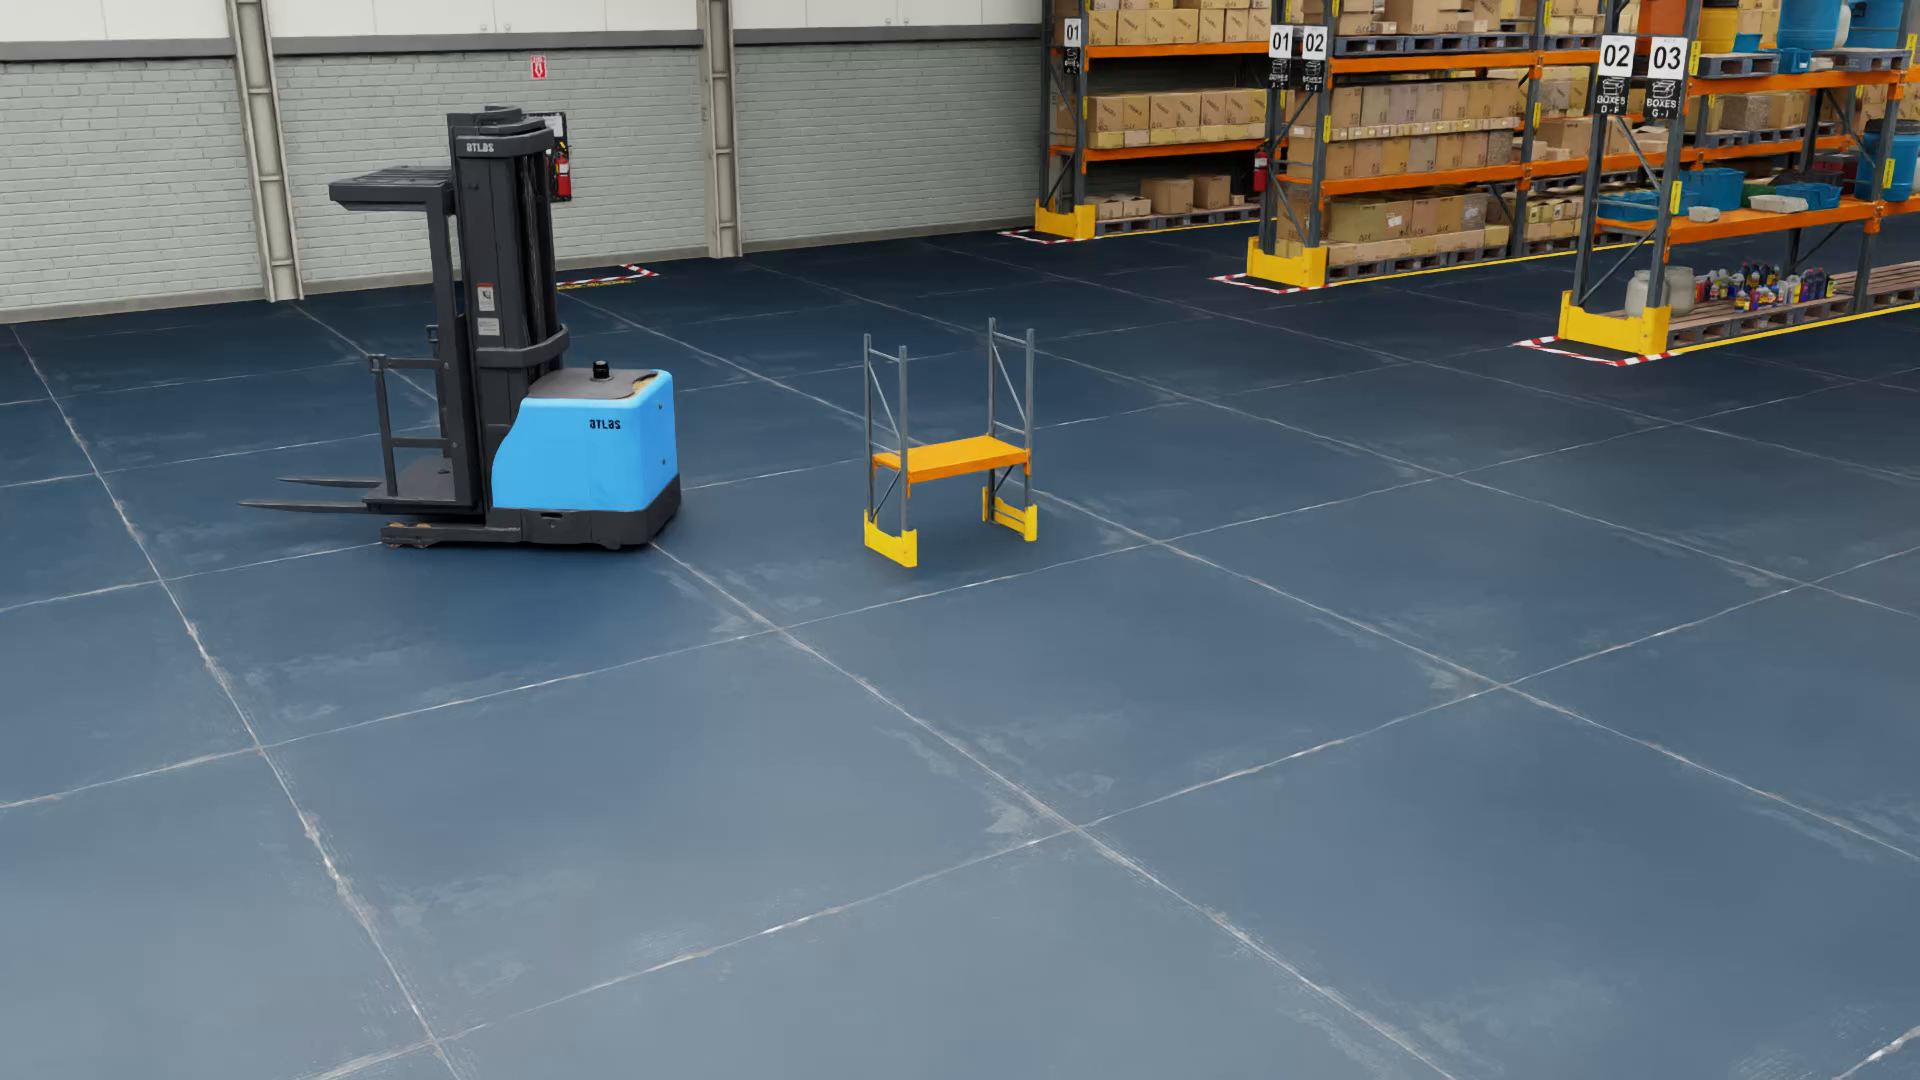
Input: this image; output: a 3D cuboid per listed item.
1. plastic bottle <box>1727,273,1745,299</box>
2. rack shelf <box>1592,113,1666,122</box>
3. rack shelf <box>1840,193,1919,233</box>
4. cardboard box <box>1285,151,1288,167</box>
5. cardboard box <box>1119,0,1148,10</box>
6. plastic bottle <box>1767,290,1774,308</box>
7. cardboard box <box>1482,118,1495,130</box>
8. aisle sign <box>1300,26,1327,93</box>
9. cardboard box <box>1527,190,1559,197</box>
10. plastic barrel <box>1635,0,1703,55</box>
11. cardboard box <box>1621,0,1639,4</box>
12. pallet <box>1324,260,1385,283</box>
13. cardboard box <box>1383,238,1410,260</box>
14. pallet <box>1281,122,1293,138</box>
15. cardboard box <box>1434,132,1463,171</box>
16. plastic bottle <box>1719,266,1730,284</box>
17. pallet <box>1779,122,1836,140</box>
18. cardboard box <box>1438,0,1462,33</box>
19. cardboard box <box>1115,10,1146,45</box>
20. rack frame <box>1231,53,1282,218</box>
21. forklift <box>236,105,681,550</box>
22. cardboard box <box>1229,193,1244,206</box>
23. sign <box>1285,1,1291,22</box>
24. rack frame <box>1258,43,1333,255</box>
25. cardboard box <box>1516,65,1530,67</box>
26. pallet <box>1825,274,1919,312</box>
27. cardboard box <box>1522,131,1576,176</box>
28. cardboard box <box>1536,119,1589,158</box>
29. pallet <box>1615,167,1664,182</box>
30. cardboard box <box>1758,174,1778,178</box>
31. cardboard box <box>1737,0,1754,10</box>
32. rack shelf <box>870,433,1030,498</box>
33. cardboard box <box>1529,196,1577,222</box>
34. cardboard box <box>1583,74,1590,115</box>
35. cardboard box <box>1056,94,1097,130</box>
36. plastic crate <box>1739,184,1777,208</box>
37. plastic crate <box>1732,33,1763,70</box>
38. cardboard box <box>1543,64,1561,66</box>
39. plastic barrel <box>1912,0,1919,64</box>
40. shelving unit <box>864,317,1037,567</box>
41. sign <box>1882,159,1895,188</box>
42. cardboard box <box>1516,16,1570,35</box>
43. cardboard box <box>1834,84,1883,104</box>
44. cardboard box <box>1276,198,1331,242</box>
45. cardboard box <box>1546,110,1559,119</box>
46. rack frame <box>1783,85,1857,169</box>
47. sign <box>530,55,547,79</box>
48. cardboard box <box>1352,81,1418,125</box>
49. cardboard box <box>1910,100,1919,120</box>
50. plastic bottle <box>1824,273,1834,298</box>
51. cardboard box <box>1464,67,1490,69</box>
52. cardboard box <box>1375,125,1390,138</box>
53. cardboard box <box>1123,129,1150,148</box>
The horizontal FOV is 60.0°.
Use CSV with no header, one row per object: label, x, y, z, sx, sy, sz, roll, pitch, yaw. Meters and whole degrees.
plastic bottle,9.035,-2.963,19.391,0.135,0.276,0.152,-12,22,-31
rack shelf,13.251,-8.290,32.705,4.000,0.370,1.077,-12,22,-31
rack shelf,12.018,-4.231,20.699,4.000,0.370,1.077,-12,22,-31
cardboard box,5.871,-6.461,28.219,0.500,0.250,0.500,-12,22,-33
cardboard box,2.460,-8.194,24.866,0.500,0.500,0.500,-12,22,-32
plastic bottle,9.145,-2.729,18.816,0.097,0.201,0.097,0,19,0
cardboard box,7.092,-5.705,22.766,0.250,0.149,0.380,-13,22,-33
aisle sign,4.400,-5.978,20.686,0.004,0.787,0.394,-12,22,-31
cardboard box,8.656,-5.036,24.718,0.500,0.311,0.500,-12,22,-32
plastic barrel,7.343,-5.458,17.195,0.708,0.830,0.600,-12,22,-31
cardboard box,12.330,-10.280,31.038,0.500,0.500,0.500,-12,22,-32
pallet,4.902,-3.665,22.257,1.213,0.211,1.003,-12,22,-31
cardboard box,5.690,-3.949,22.379,0.500,0.250,0.500,-12,22,-31
pallet,5.617,-6.874,27.694,1.213,0.211,1.003,-12,22,-31
cardboard box,6.401,-5.330,22.672,0.500,0.500,0.700,-12,22,-31
plastic bottle,8.933,-3.034,19.484,0.185,0.351,0.144,-12,22,-32
pallet,13.581,-6.752,27.332,1.213,0.211,1.003,-12,22,-31
cardboard box,6.182,-7.024,22.118,0.637,0.503,0.797,-9,21,-25
cardboard box,2.443,-7.720,25.024,0.500,0.500,0.500,-10,21,-28
rack frame,4.899,-6.869,27.380,0.127,3.000,1.000,-12,22,-31
forklift,-3.614,-1.498,11.601,3.031,2.935,1.130,2,19,5
cardboard box,4.469,-5.633,27.461,0.250,0.166,0.380,-16,24,-38
sign,5.204,-8.391,26.392,0.005,0.325,0.100,-12,22,-31
rack frame,4.286,-4.840,21.379,0.127,3.000,1.000,-12,22,-31
cardboard box,10.620,-8.726,31.050,0.500,0.250,0.500,-12,22,-31
pallet,10.982,-3.047,20.428,1.213,0.211,1.003,-12,22,-31
cardboard box,11.109,-7.310,31.384,0.750,0.750,0.750,-12,22,-31
cardboard box,8.717,-5.816,24.108,0.500,0.500,0.500,-10,21,-28
pallet,13.279,-7.287,32.969,1.213,0.211,1.003,-12,22,-31
cardboard box,13.217,-5.642,26.965,0.500,0.500,0.500,-12,22,-31
cardboard box,11.761,-8.357,25.378,0.500,0.500,0.500,-12,22,-31
rack shelf,-0.071,-0.525,11.518,1.000,0.185,0.538,-12,22,-31
cardboard box,8.530,-4.800,24.021,0.500,0.311,0.500,-12,22,-32
cardboard box,12.043,-8.512,31.770,0.700,0.700,0.980,-12,22,-31
cardboard box,1.835,-6.598,25.611,0.500,0.500,0.500,-12,22,-32
plastic crate,9.059,-3.955,19.092,0.662,0.188,0.450,-12,22,-31
plastic crate,8.434,-5.345,18.212,0.575,0.384,0.392,-12,22,-31
cardboard box,11.053,-8.820,31.328,0.500,0.250,0.500,-11,22,-30
plastic barrel,11.199,-6.141,19.759,0.600,0.901,0.600,0,19,0
shelving unit,-0.064,-0.697,11.465,1.083,1.500,0.587,-12,22,-31
sign,10.641,-4.201,19.056,0.005,0.325,0.100,-12,22,-31
cardboard box,8.147,-7.200,23.253,0.500,0.250,0.500,-9,21,-26
cardboard box,14.856,-7.483,27.478,0.500,0.500,0.500,-11,22,-30
cardboard box,4.570,-4.266,22.147,0.500,0.500,0.500,-12,22,-31
cardboard box,10.827,-7.887,30.751,0.250,0.149,0.380,-12,22,-31
rack frame,14.308,-6.954,27.631,0.127,3.000,1.000,-12,22,-31
sign,-5.490,-6.161,21.665,0.199,0.298,0.001,-12,22,-31
cardboard box,5.584,-5.774,21.957,0.500,0.500,0.700,-12,22,-31
cardboard box,16.153,-7.287,28.459,0.500,0.500,0.500,-12,22,-32
plastic bottle,10.127,-2.968,19.395,0.133,0.283,0.061,-11,21,-29
cardboard box,9.341,-8.456,30.250,0.500,0.250,0.500,-13,22,-33
cardboard box,5.372,-5.341,21.691,0.250,0.149,0.380,-12,22,-32
cardboard box,2.566,-6.199,25.602,0.500,0.250,0.500,-13,22,-33
